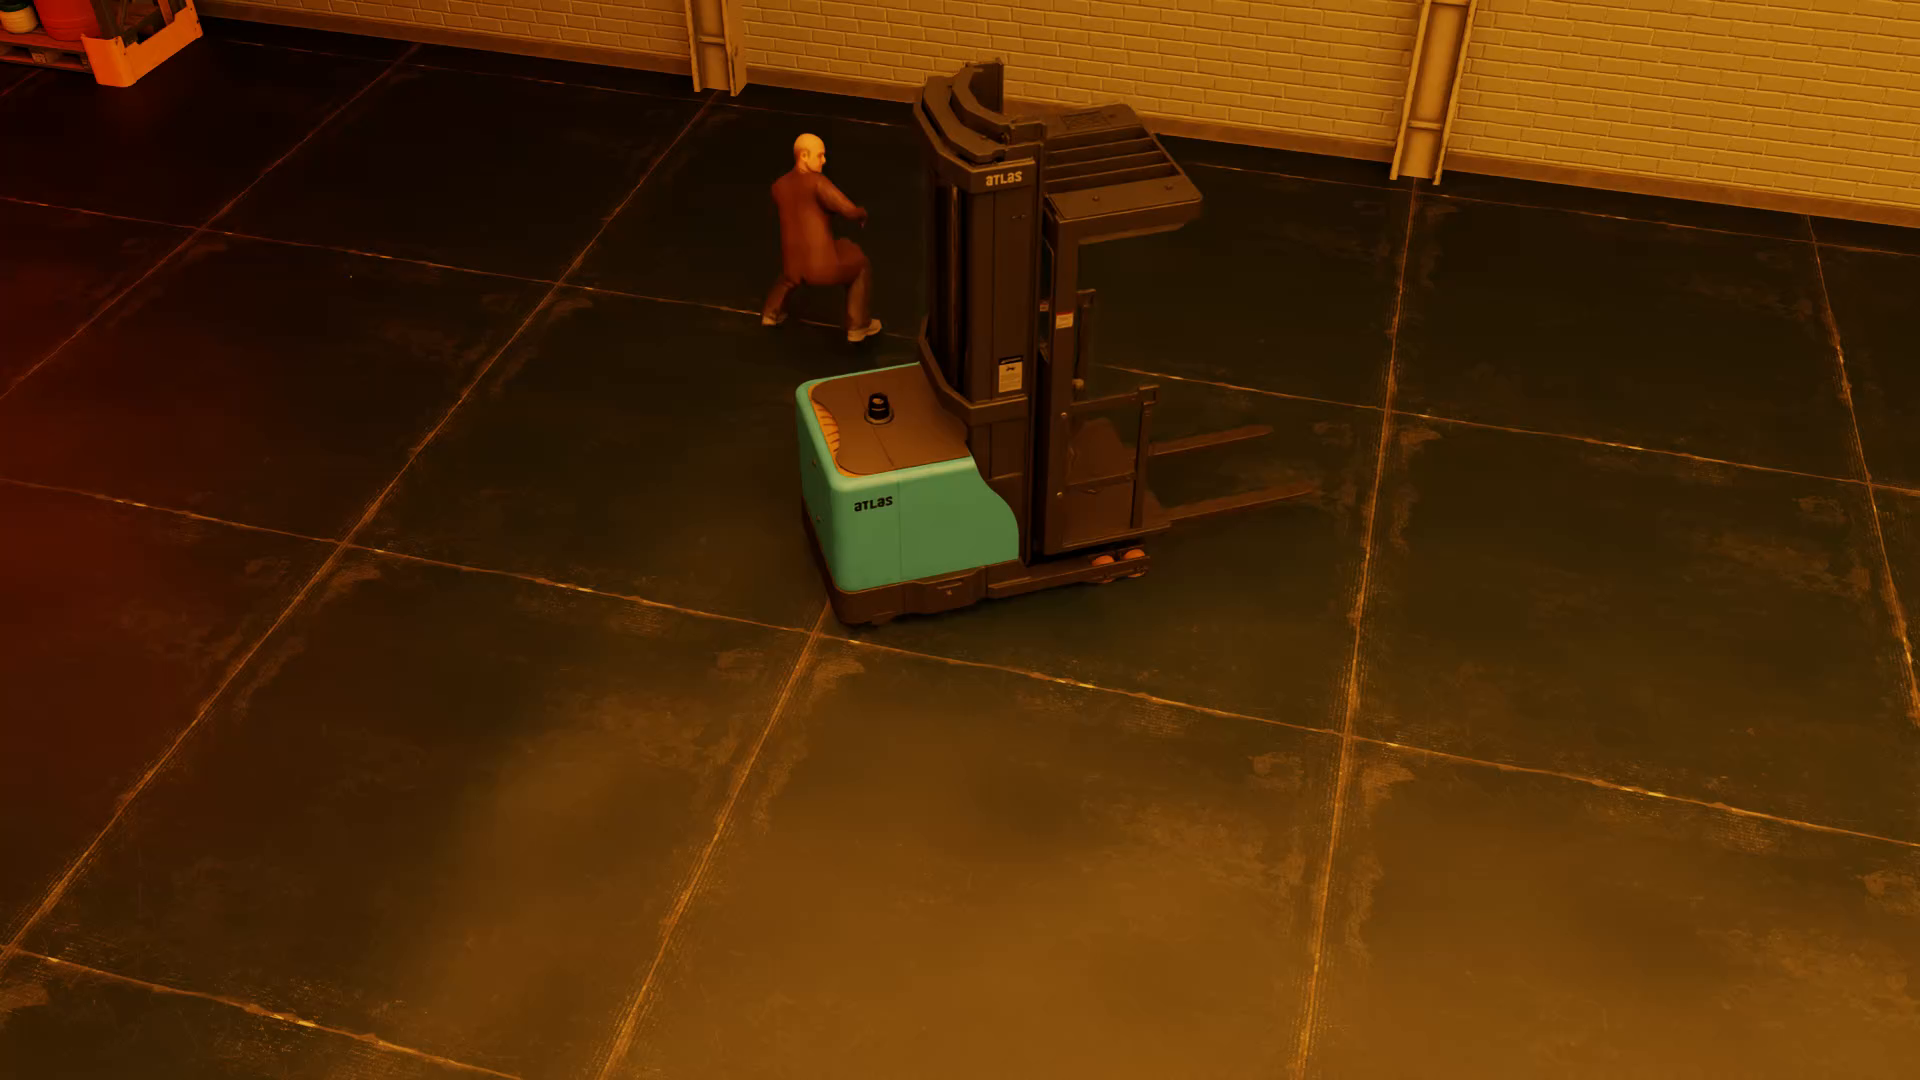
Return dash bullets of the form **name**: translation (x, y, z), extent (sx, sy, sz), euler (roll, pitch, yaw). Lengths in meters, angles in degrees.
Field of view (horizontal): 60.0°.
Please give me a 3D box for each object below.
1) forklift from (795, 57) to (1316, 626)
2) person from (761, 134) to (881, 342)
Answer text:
- **forklift**: translation (0.622, -1.170, 9.196), extent (3.031, 2.935, 1.130), euler (-11, 42, -12)
- **person**: translation (-0.946, -2.039, 11.318), extent (0.879, 1.547, 0.859), euler (18, 44, 20)
